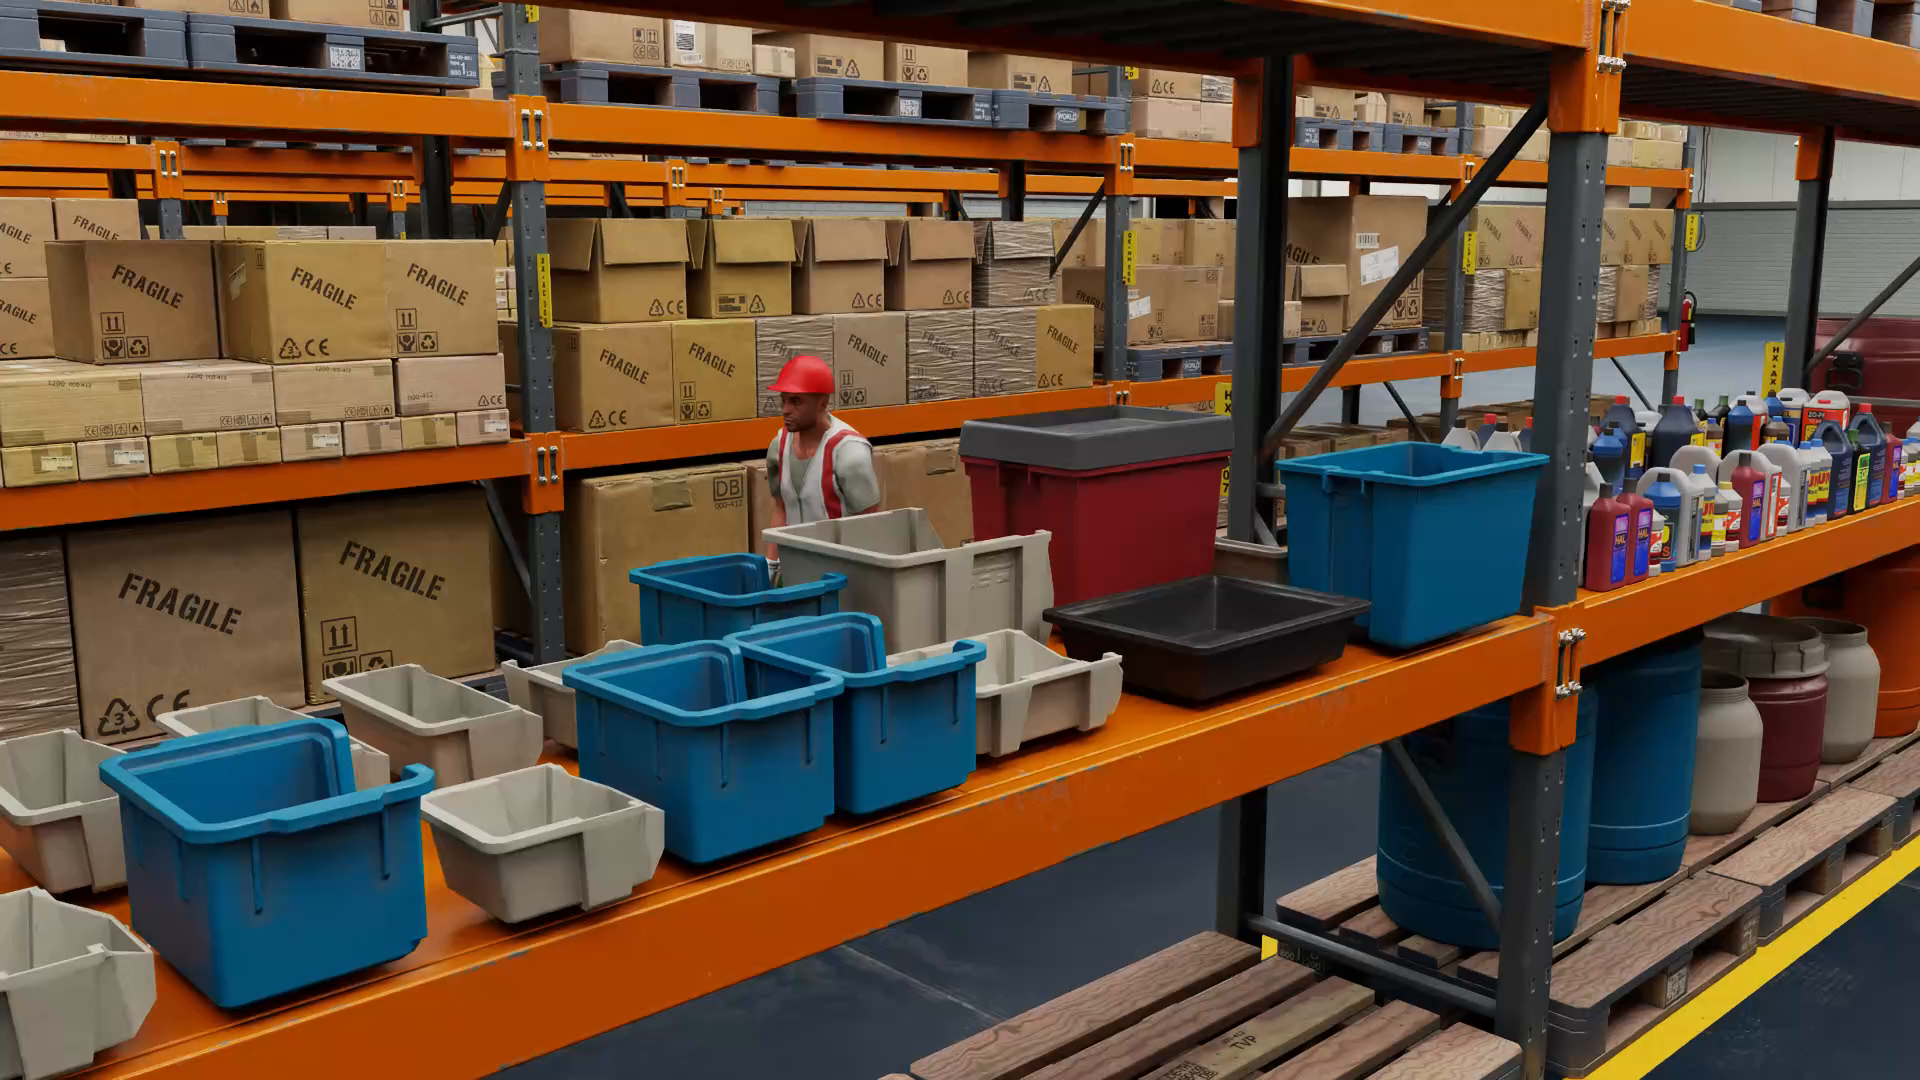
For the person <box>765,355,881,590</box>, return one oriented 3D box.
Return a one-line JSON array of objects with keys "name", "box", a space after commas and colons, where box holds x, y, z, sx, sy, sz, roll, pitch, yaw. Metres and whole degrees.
[{"name": "person", "box": [-0.563, 0.169, 6.463, 0.611, 1.778, 0.451, 10, 14, 42]}]
